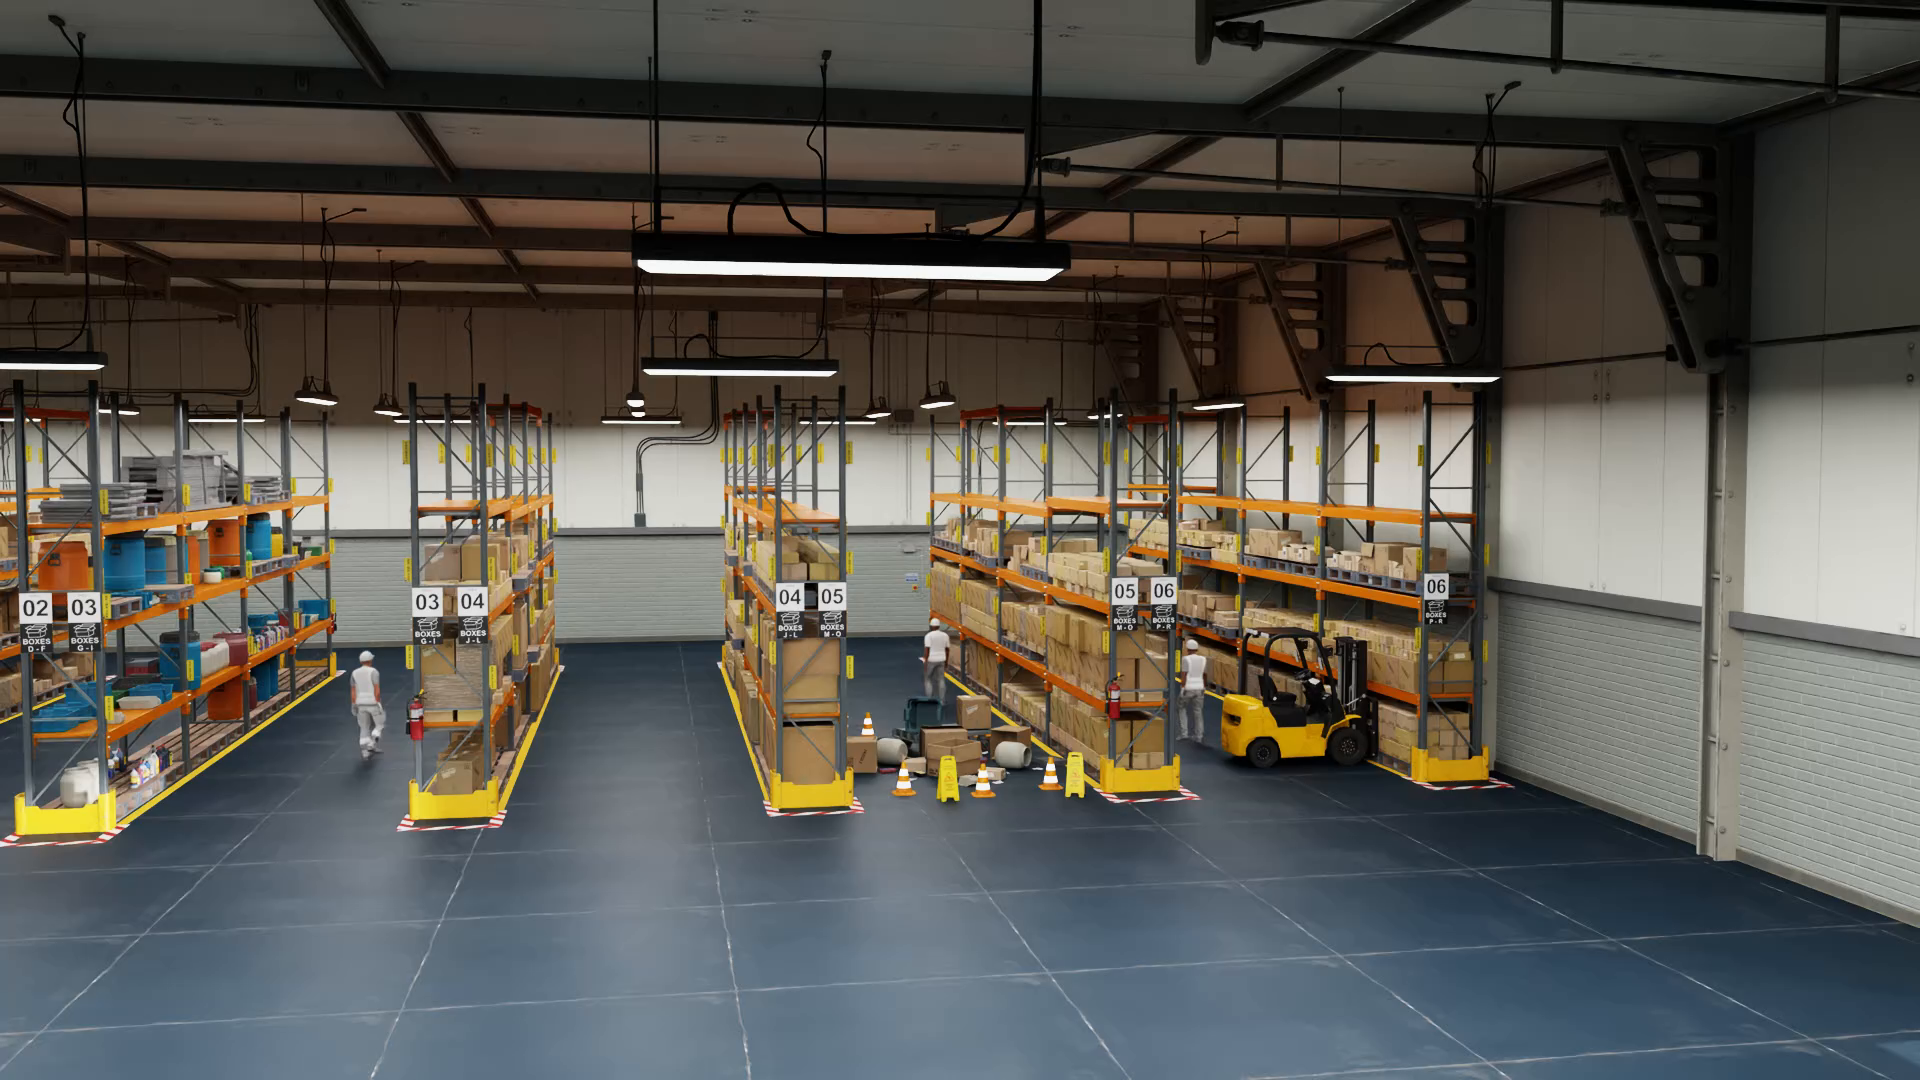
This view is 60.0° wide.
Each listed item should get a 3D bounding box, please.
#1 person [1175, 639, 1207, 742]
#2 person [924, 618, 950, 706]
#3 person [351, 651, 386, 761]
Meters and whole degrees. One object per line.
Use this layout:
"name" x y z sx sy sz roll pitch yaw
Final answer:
"person" 4.085 2.655 29.109 0.583 1.817 0.556 -1 3 -18
"person" -0.471 2.457 33.253 0.598 1.796 0.683 -2 3 -28
"person" -9.752 2.721 27.343 0.579 1.780 0.533 0 3 0
